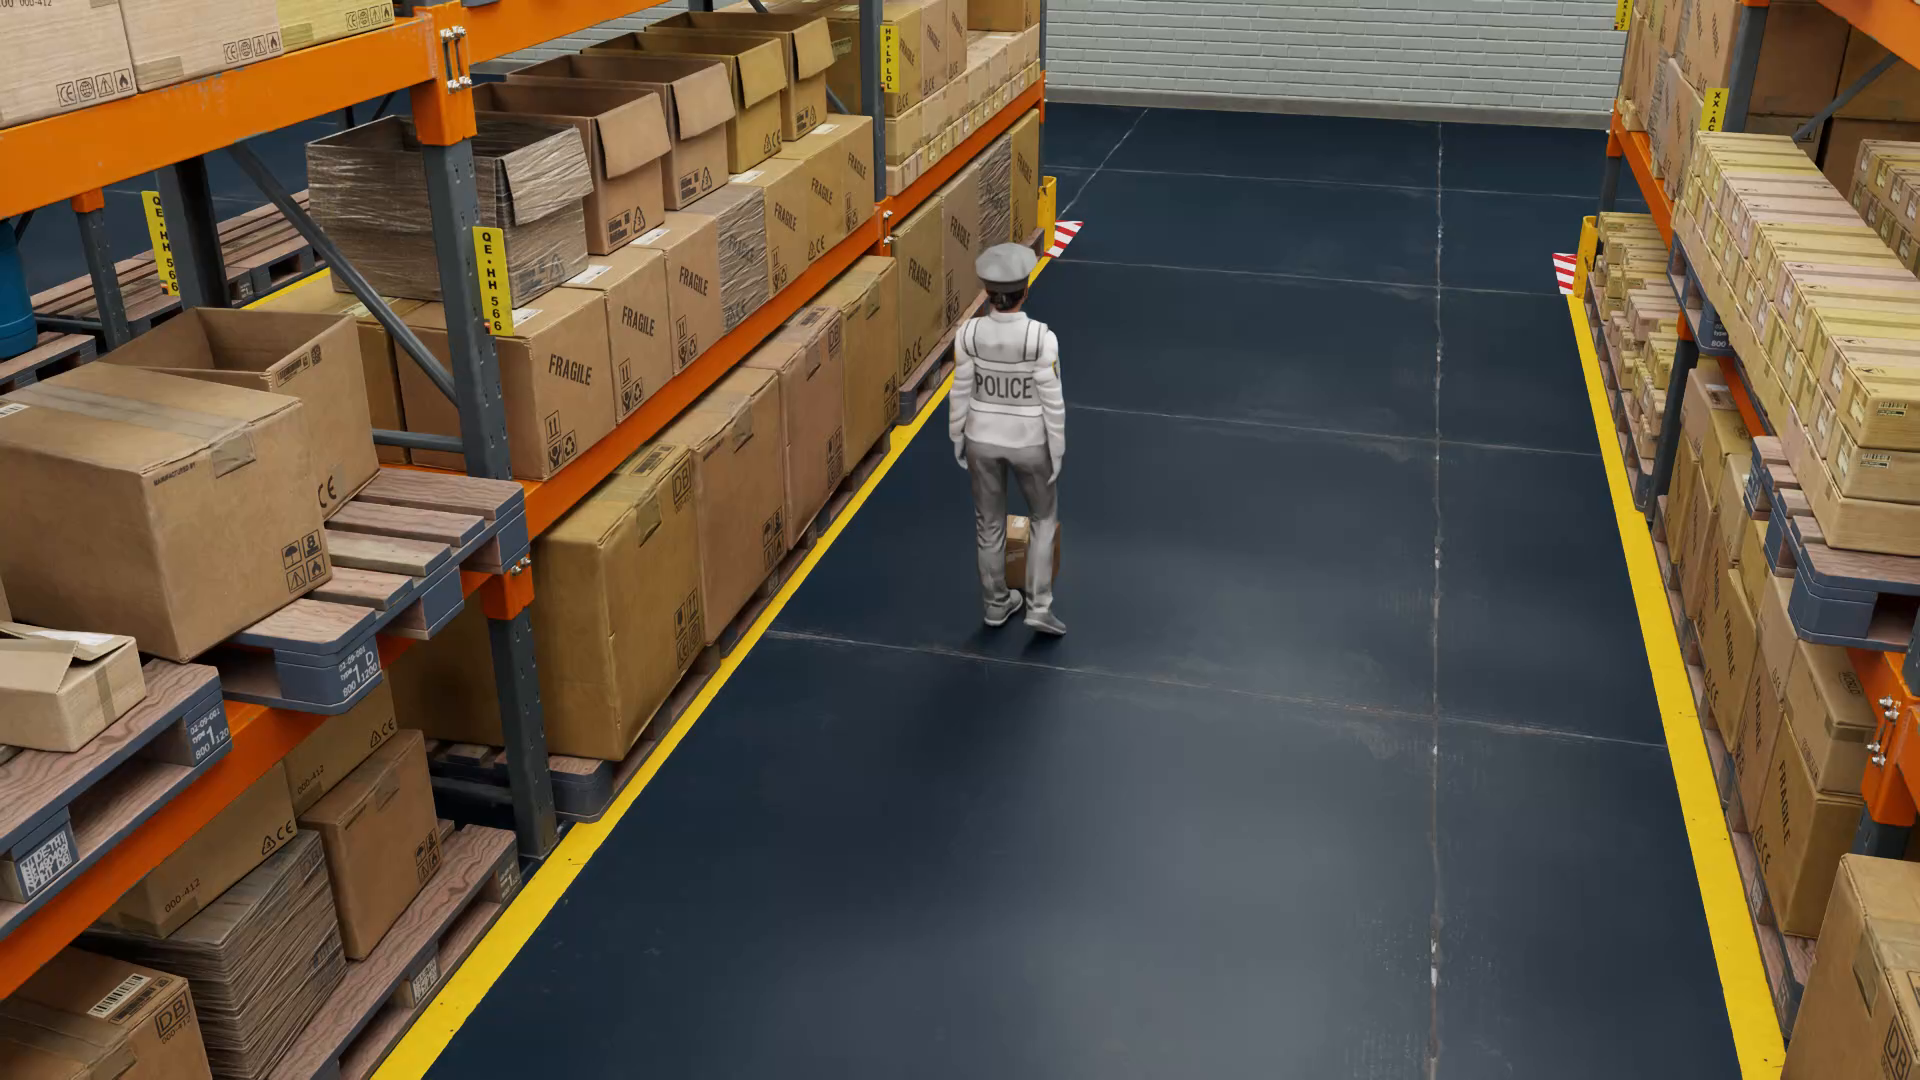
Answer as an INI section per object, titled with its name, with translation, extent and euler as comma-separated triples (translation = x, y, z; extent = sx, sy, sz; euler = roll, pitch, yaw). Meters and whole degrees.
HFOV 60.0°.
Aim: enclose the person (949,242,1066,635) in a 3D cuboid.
[person]
translation = 0.210, -0.386, 6.918
extent = 0.517, 1.728, 0.411
euler = 6, 26, 12
